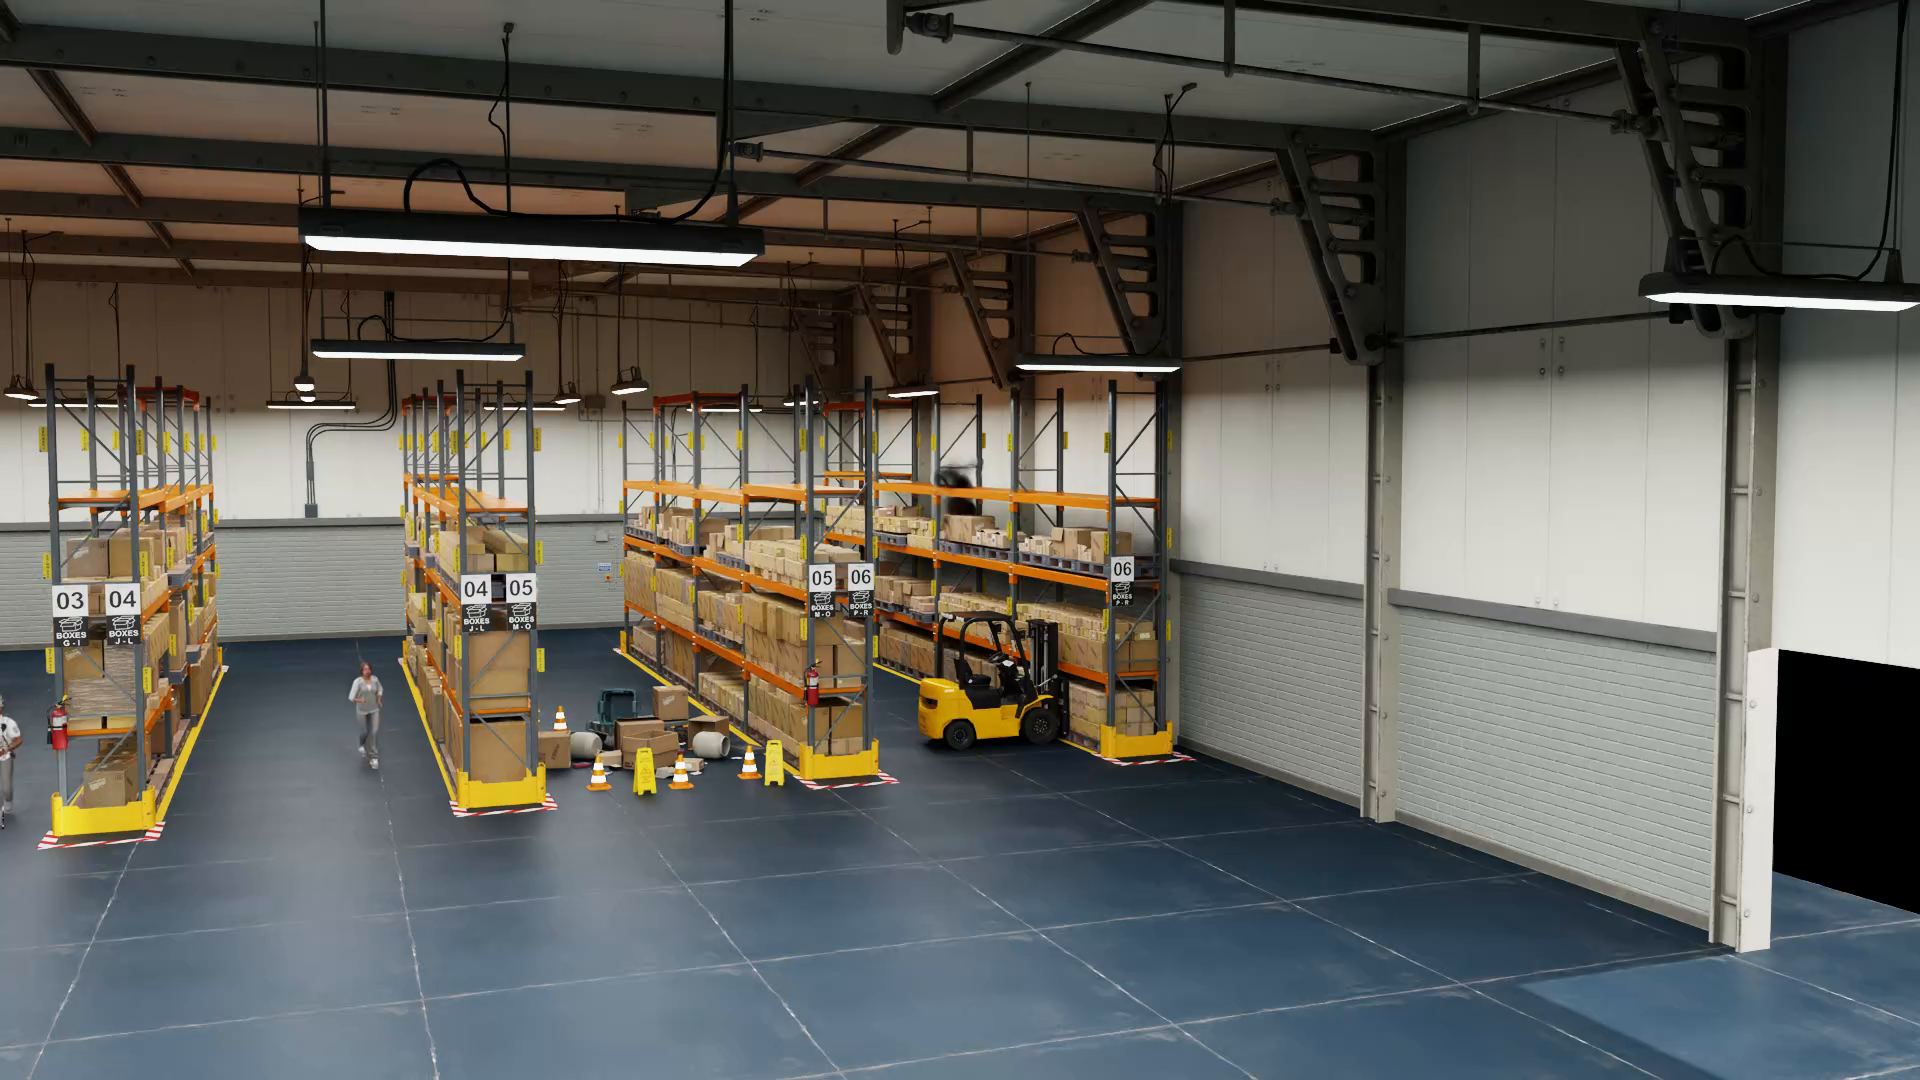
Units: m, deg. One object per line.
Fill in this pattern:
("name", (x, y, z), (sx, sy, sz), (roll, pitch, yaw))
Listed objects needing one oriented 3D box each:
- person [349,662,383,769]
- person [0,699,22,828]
("person", (-9.194, 2.689, 25.784), (0.538, 1.605, 0.877), (-2, 4, -31))
("person", (-12.610, 2.876, 21.785), (0.600, 1.669, 0.835), (-1, 4, -23))
